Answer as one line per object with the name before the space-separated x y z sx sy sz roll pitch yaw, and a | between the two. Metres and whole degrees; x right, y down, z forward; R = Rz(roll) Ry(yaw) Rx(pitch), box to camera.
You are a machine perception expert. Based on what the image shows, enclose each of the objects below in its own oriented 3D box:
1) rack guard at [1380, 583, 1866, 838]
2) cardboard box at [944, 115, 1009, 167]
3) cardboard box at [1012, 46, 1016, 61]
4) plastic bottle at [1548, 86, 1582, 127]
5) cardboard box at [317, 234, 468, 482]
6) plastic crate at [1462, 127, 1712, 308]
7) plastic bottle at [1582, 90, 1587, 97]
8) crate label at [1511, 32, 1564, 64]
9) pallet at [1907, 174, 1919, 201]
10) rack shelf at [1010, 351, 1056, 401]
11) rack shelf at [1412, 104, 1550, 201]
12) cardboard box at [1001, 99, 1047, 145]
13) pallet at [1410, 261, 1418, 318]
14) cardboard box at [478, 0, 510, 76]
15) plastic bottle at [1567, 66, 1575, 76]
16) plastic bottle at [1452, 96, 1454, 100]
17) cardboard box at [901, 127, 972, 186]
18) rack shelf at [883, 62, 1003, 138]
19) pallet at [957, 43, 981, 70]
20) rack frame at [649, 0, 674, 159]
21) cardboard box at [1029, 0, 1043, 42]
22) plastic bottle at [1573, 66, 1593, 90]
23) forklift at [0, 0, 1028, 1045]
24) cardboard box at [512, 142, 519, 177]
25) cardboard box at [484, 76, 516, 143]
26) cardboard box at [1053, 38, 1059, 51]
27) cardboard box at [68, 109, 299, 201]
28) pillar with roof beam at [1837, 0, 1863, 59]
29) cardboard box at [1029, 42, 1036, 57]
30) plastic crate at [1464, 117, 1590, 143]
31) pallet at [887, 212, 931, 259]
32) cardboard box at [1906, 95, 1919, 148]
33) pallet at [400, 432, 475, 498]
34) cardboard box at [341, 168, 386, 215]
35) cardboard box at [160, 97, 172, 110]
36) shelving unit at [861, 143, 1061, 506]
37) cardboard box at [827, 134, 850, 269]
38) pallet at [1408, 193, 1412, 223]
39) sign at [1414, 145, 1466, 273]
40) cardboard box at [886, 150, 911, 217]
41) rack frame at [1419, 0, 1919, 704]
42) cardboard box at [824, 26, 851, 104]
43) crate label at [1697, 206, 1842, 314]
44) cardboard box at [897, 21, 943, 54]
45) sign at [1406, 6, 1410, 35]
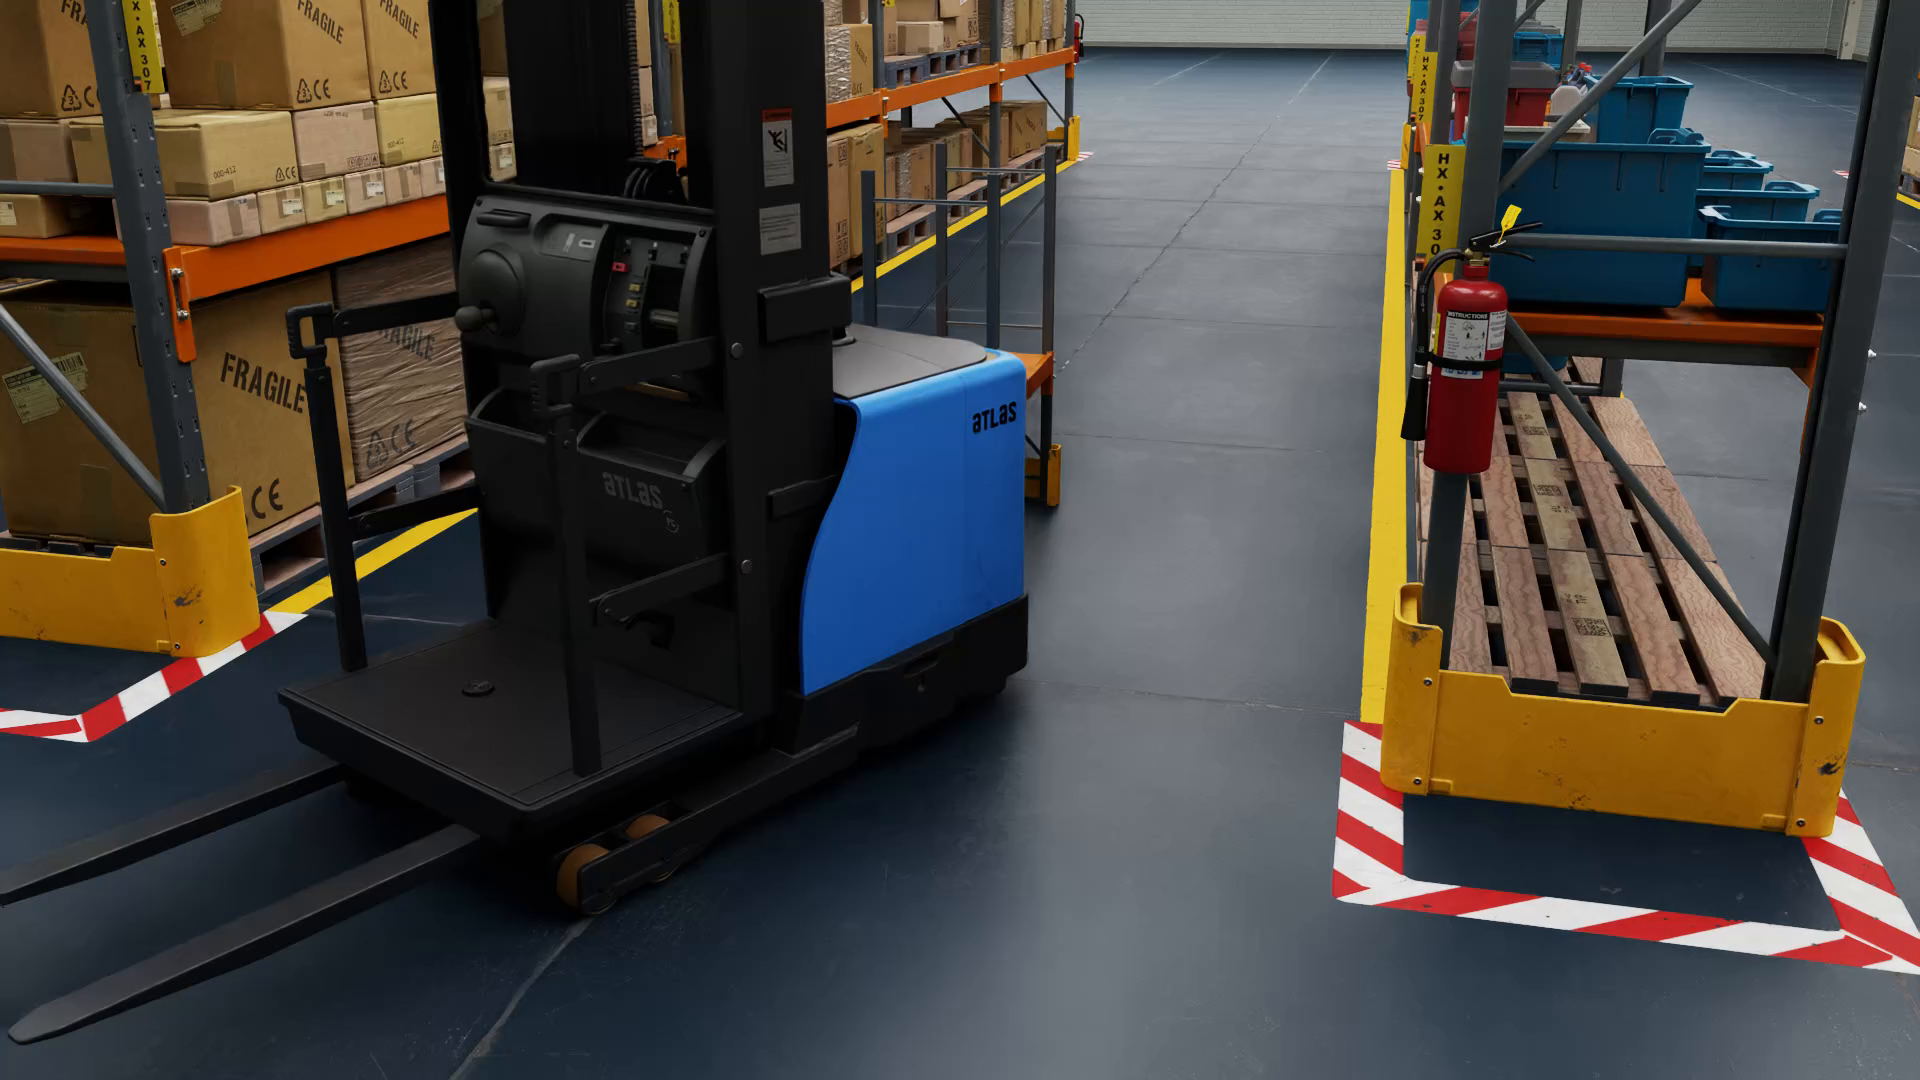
rack guard | 1.782 0.455 4.583 1.175 0.500 0.348 5 19 13
cardboard box | 0.174 -4.207 17.582 0.500 0.500 0.500 12 22 31
cardboard box | 0.357 -4.972 16.992 0.380 0.149 0.250 5 19 13
plastic bottle | 3.314 -2.349 9.116 0.152 0.276 0.135 5 19 13
cardboard box | -2.726 -0.813 7.066 0.875 0.875 0.875 5 19 13
plastic crate | 1.676 -0.902 4.539 0.616 0.435 0.499 5 19 13
plastic bottle | 3.462 -2.337 9.081 0.152 0.276 0.135 5 19 13
crate label | 4.235 -3.551 12.389 0.502 0.435 0.616 5 19 13
pallet | 10.041 -3.416 16.361 1.003 0.211 1.213 5 19 13
rack shelf | 0.021 -0.566 6.582 0.538 0.185 1.000 5 19 13
rack shelf | 3.242 -2.277 9.826 1.077 0.370 4.000 5 19 13
cardboard box | 0.713 -4.964 19.799 0.500 0.500 0.500 9 21 23
pallet | 3.578 -1.674 11.263 1.003 0.211 1.213 5 19 13
cardboard box | -2.029 -2.484 7.932 0.500 0.500 0.500 5 19 14
plastic bottle | 3.989 -2.956 10.883 0.061 0.283 0.133 5 19 13
plastic bottle | 2.625 -2.195 8.666 0.152 0.276 0.135 5 19 13
cardboard box | -0.266 -3.724 16.135 0.700 0.500 0.500 3 19 9
rack shelf | -0.584 -3.922 14.642 1.077 0.370 4.000 5 19 13
pallet | -0.423 -4.570 15.724 1.003 0.211 1.213 5 19 13
rack frame | -2.050 -2.382 9.020 1.000 3.000 0.127 5 19 13
cardboard box | 0.418 -5.685 18.077 0.875 0.500 0.500 5 19 13
plastic bottle | 3.609 -2.556 9.606 0.144 0.351 0.185 5 19 13
forklift | -1.103 -0.661 4.088 1.130 2.935 3.031 15 24 37
cardboard box | -2.120 -1.739 7.526 0.380 0.149 0.250 4 19 13
cardboard box | -2.152 -1.970 7.586 0.500 0.250 0.500 5 20 14
cardboard box | 0.940 -5.758 19.292 0.380 0.149 0.250 5 19 13
cardboard box | -2.648 -1.327 5.704 0.500 0.250 0.500 4 19 12
pillar with roof beam | 19.115 -17.264 43.308 9.100 9.000 0.400 5 19 13
cardboard box | 0.602 -5.285 17.909 0.380 0.149 0.250 5 19 13
plastic crate | 2.201 -1.499 6.526 0.437 0.282 0.530 5 19 13
pallet | -0.880 -2.561 13.858 1.003 0.211 1.213 5 19 13
cardboard box | 10.020 -4.304 17.093 0.500 0.500 0.500 5 19 13
pallet | -2.608 -0.446 7.668 1.003 0.211 1.213 5 19 13
cardboard box | -2.434 -1.337 6.350 0.380 0.149 0.250 4 19 13
cardboard box | -3.042 -1.530 6.297 0.500 0.250 0.500 4 19 12
shelving unit | 0.019 -0.734 6.515 0.587 1.500 1.083 5 19 13
cardboard box | -1.487 -2.335 11.521 1.225 0.875 0.875 5 19 14
pallet | 4.553 -2.929 14.937 1.003 0.211 1.213 5 19 13
sign | 1.238 -0.852 4.290 0.100 0.325 0.005 5 19 13
cardboard box | -0.805 -3.047 14.155 0.700 0.500 0.500 3 19 9
rack frame | 1.776 -0.737 4.204 1.000 3.000 0.127 5 19 13
cardboard box | -1.080 -3.353 11.708 0.500 0.500 0.500 4 19 13
crate label | 2.155 -0.737 4.372 0.416 0.233 0.303 5 19 13
cardboard box | -0.440 -4.270 14.132 0.500 0.250 0.500 4 19 12
sign | 5.152 -5.928 18.973 0.100 0.325 0.005 5 19 13
